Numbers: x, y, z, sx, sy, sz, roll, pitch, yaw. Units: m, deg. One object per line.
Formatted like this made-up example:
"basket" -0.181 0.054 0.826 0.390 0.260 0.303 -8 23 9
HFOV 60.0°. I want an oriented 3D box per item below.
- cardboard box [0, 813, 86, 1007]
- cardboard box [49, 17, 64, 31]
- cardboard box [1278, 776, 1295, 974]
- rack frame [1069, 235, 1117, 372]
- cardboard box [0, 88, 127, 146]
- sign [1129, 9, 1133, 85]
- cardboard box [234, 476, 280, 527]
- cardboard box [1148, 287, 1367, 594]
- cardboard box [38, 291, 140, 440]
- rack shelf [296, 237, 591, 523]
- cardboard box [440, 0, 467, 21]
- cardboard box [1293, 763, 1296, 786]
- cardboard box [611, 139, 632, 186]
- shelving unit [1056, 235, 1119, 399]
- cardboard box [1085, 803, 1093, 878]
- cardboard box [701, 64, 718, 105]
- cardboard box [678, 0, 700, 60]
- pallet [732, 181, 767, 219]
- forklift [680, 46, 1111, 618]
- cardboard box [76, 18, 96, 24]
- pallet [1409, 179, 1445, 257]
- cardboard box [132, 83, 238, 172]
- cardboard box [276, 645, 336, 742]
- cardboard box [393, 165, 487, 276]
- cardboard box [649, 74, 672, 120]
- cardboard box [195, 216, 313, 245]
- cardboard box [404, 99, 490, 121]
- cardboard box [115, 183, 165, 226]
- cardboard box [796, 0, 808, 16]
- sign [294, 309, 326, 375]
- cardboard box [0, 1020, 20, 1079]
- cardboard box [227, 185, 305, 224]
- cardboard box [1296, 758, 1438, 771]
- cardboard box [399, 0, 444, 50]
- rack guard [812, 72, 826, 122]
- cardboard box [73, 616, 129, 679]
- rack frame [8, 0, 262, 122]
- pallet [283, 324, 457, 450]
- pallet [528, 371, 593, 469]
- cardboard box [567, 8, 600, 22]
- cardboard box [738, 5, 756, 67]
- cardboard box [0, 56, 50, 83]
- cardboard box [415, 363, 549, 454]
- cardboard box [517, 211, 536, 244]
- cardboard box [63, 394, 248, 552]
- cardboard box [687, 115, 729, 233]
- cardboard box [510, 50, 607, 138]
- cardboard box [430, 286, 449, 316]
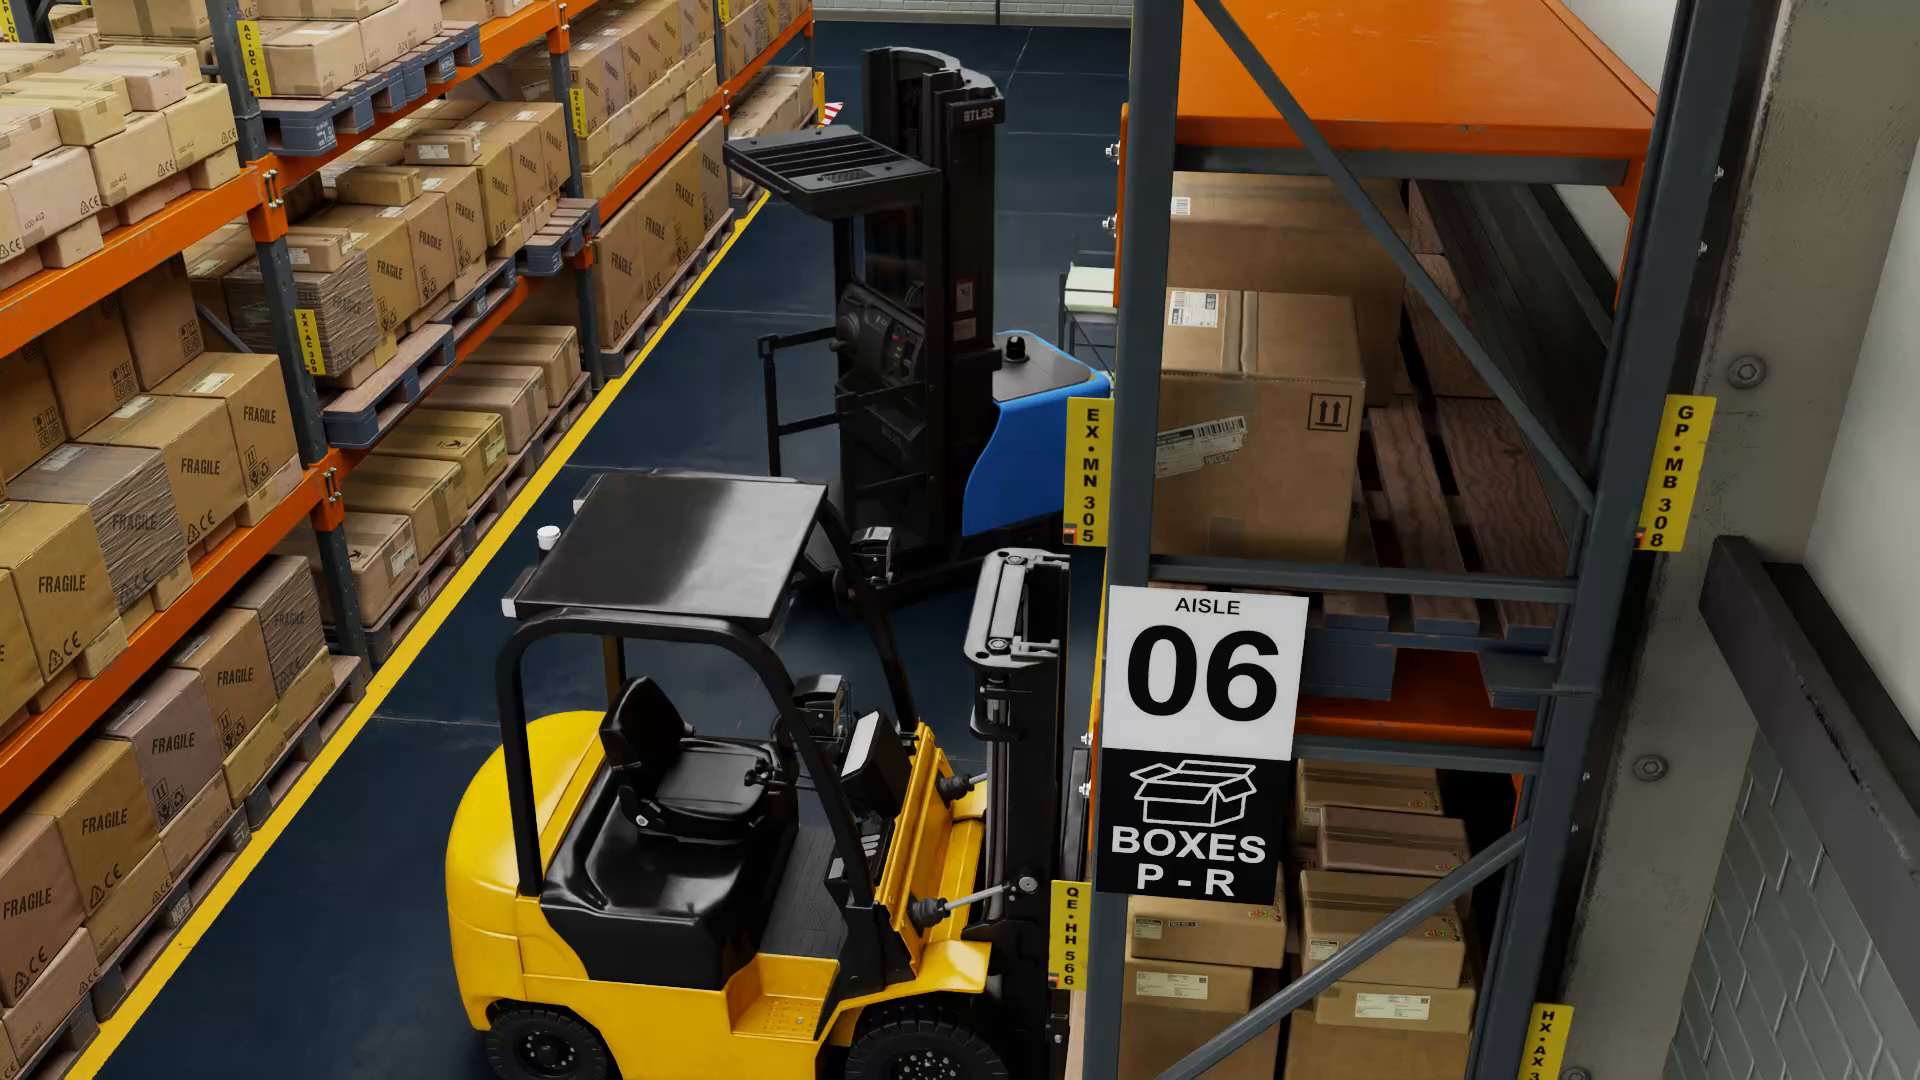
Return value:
"cardboard box" -3.694 1.368 6.213 0.500 0.500 0.500 2 28 4
"cardboard box" -8.152 -4.520 14.672 0.380 0.149 0.250 4 29 7
"cardboard box" 1.175 1.073 4.990 0.500 0.500 0.500 4 29 8
"rack frame" 0.925 -1.288 11.059 0.400 1.500 0.023 5 29 8
"cardboard box" -3.440 -1.614 6.345 0.380 0.149 0.250 4 29 8
"sign" 0.747 -2.016 6.789 0.100 0.325 0.005 3 28 6
"cardboard box" -3.400 -0.191 7.707 0.380 0.149 0.250 4 29 7
"cardboard box" 0.609 -0.235 3.708 0.500 0.500 0.500 4 29 8
"cardboard box" -3.993 -0.770 7.044 0.700 0.500 0.500 4 29 6
"rack shelf" -3.395 -1.213 10.098 1.077 0.370 4.000 3 28 6
"cardboard box" -3.308 -3.118 9.603 0.797 0.503 0.637 3 28 6
"cardboard box" 1.194 0.745 4.915 0.380 0.149 0.250 2 28 4
"cardboard box" -2.795 -2.864 12.562 0.500 0.250 0.500 3 28 5
"shelving unit" 0.864 -1.117 10.741 0.431 1.500 0.755 5 29 8
"cardboard box" 0.722 1.215 6.235 0.500 0.250 0.500 3 28 5
"cardboard box" -2.464 -4.063 14.786 0.500 0.250 0.500 3 28 5
"cardboard box" -2.521 -4.370 14.039 0.500 0.500 0.500 4 29 7
"pallet" -2.489 -3.480 16.487 1.003 0.211 1.213 3 28 6
"forklift" -0.629 -1.133 9.263 3.031 2.935 1.130 -16 32 -27
"cardboard box" -7.506 -4.482 14.602 0.380 0.149 0.250 2 28 5
"pallet" 1.208 -1.181 6.209 1.003 0.211 1.213 3 28 6
"cardboard box" -3.427 -1.750 7.017 0.500 0.250 0.500 3 28 6
"cardboard box" -3.445 0.731 8.187 0.500 0.250 0.500 5 29 9
"cardboard box" -3.110 -1.863 9.683 0.500 0.500 0.500 2 28 4
"cardboard box" -2.629 -3.565 13.336 0.500 0.250 0.500 4 29 7
"cardboard box" -3.751 -1.413 8.848 0.500 0.500 0.500 4 29 6
"cardboard box" -3.434 -2.633 11.113 0.500 0.500 0.500 3 28 5
"cardboard box" -3.501 -1.397 6.782 0.380 0.149 0.250 4 29 7
"cardboard box" -1.966 -6.039 18.191 0.500 0.500 0.500 4 29 6
"sign" -3.100 -0.942 7.923 0.100 0.325 0.005 3 28 6
"cardboard box" -3.757 1.956 5.913 0.500 0.250 0.500 3 28 6
"cardboard box" -3.736 -1.790 8.864 0.380 0.149 0.250 3 28 5
"cardboard box" 1.179 0.613 4.847 0.380 0.149 0.250 4 29 6
"cardboard box" -3.069 -2.757 8.758 0.500 0.250 0.500 3 28 6
"rack guard" -2.166 -5.148 19.279 1.175 0.500 0.348 3 28 6
"cardboard box" -3.554 0.411 6.589 0.380 0.149 0.250 4 29 7
"rack frame" -3.640 -3.230 6.757 1.000 3.000 0.127 3 28 6
"pallet" -3.402 -0.856 8.878 1.003 0.211 1.213 3 28 6
"pallet" -3.247 -0.876 11.654 1.003 0.211 1.213 3 28 6
"cardboard box" -3.155 -3.927 13.218 0.500 0.500 0.500 3 28 5
"cardboard box" -2.276 -4.841 15.967 0.500 0.500 0.500 4 29 7
"cardboard box" -4.005 -1.896 6.869 0.380 0.149 0.250 4 29 8
"cardboard box" -3.311 -0.886 11.061 0.950 0.372 0.625 3 28 5
"cardboard box" -2.942 -2.008 10.637 0.380 0.149 0.250 2 28 4
"cardboard box" -3.504 -0.297 7.220 0.500 0.500 0.500 4 29 8
"cardboard box" -2.656 -3.307 15.024 0.875 0.875 0.875 4 29 8
"cardboard box" -2.846 -3.174 11.819 0.500 0.500 0.500 2 28 5
"cardboard box" -3.155 -1.395 9.498 0.380 0.149 0.250 4 29 7
